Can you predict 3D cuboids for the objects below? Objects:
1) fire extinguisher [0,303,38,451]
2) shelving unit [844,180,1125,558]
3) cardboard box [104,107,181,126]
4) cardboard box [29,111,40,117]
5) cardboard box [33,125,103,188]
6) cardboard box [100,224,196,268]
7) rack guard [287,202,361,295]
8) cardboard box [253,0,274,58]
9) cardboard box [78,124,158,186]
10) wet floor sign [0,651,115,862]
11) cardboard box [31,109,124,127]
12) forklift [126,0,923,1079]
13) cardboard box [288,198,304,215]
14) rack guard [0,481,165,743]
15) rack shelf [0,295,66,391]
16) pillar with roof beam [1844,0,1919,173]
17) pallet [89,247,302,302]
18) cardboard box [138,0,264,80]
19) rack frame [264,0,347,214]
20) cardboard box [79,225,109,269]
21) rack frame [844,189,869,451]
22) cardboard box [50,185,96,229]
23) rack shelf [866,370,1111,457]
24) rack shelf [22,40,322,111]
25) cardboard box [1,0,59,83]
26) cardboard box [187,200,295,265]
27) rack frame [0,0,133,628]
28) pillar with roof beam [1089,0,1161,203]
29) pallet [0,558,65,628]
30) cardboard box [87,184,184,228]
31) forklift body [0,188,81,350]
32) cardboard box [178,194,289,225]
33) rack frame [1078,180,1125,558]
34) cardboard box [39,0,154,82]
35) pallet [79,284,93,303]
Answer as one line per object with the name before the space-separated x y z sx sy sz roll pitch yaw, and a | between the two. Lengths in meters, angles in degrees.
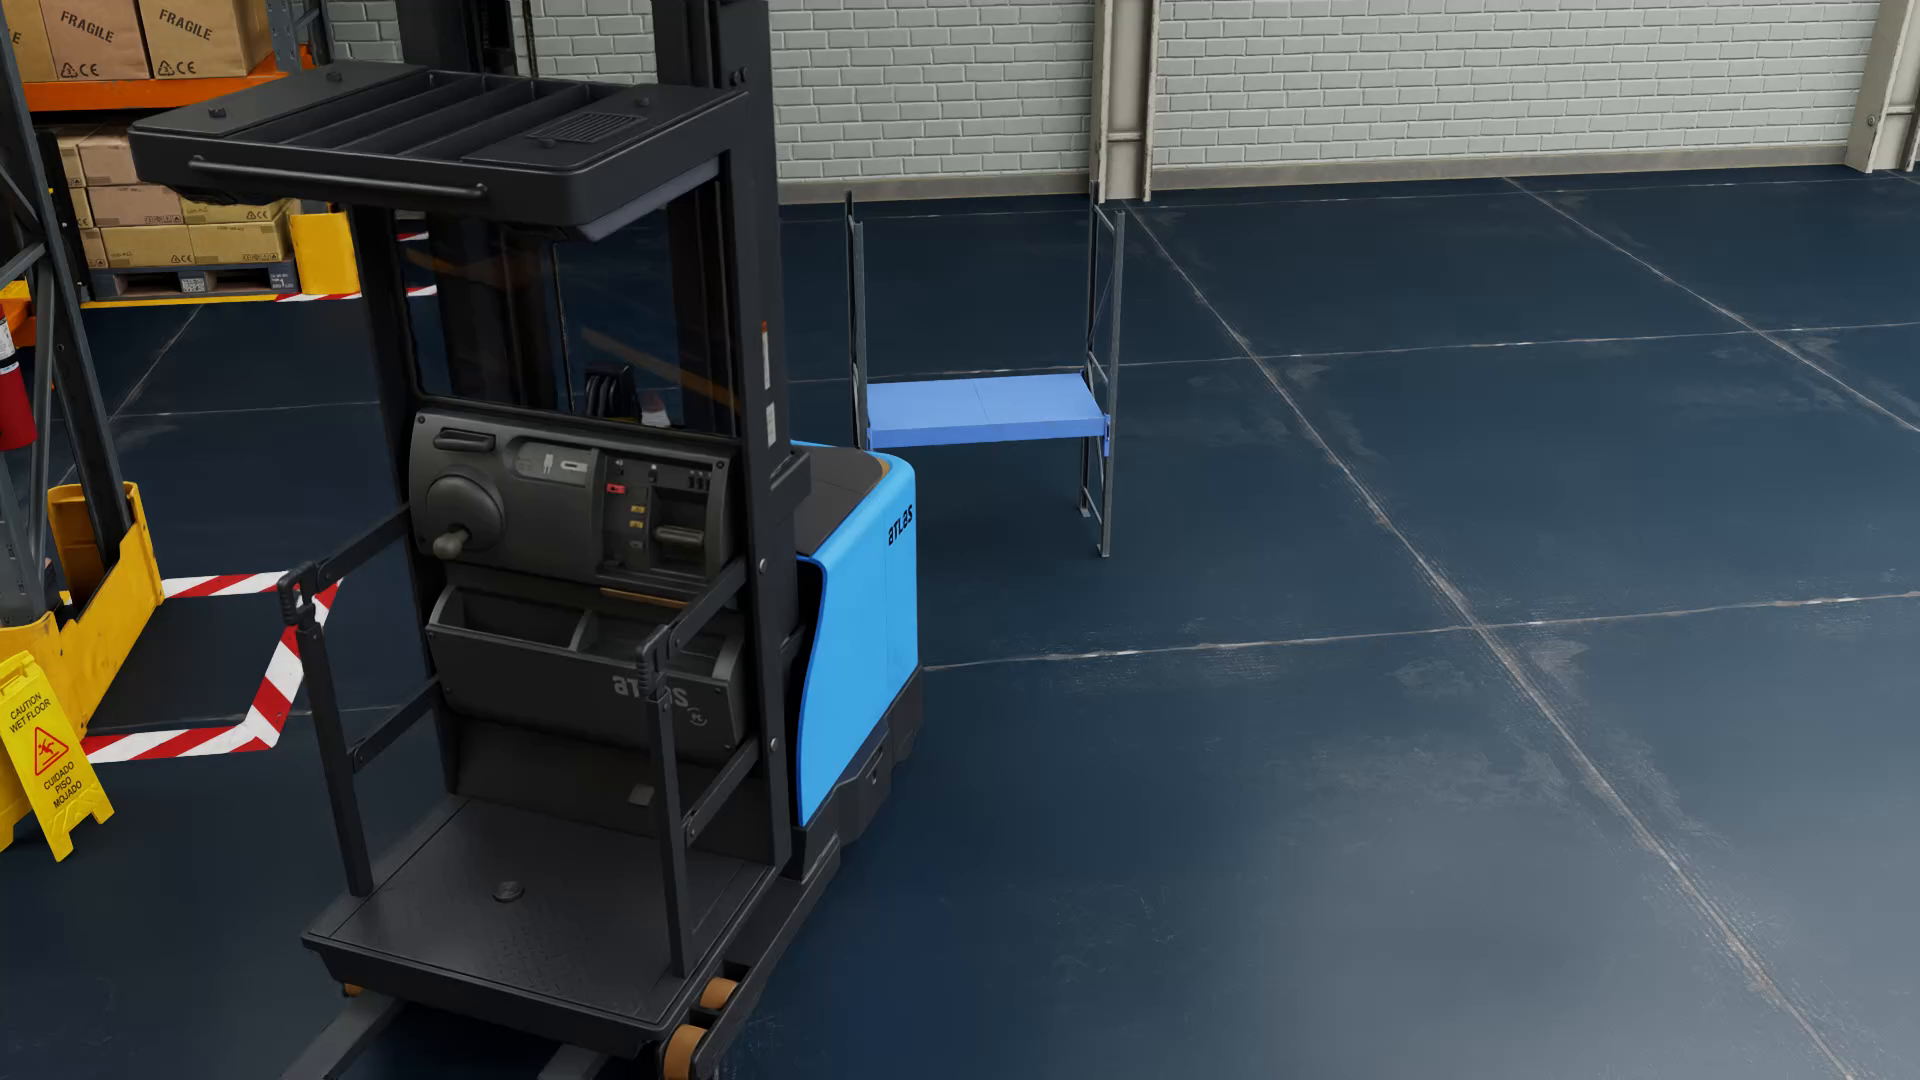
fire extinguisher | -3.092 -0.620 5.258 0.183 0.674 0.296 -4 27 -7
shelving unit | 0.084 -0.673 6.918 1.048 1.500 0.538 -4 27 -7
cardboard box | -4.961 -2.529 10.350 0.500 0.250 0.500 -4 27 -7
cardboard box | -5.967 -2.473 10.240 0.500 0.250 0.500 -4 27 -8
cardboard box | -5.381 -2.266 9.836 0.500 0.250 0.500 -3 27 -6
cardboard box | -4.880 -1.863 10.146 0.500 0.250 0.500 -4 27 -7
rack guard | -3.941 -1.989 10.578 0.348 0.500 1.175 -4 27 -7
cardboard box | -4.494 -3.238 10.165 0.500 0.500 0.500 -3 27 -5
cardboard box | -4.882 -2.302 9.908 0.500 0.250 0.500 -3 27 -6
wet floor sign | -2.932 0.664 5.250 0.232 0.644 0.267 6 28 11
cardboard box | -5.458 -2.502 10.298 0.500 0.250 0.500 -4 27 -7
forklift | -1.094 -0.059 4.154 1.130 2.935 3.031 9 28 17
cardboard box | -4.478 -2.120 10.648 0.500 0.250 0.500 -4 27 -7
rack guard | -3.345 0.261 6.193 0.348 0.500 1.175 -4 27 -7
rack shelf | -5.250 -0.408 5.548 4.000 0.370 1.077 -4 27 -7
pillar with roof beam | 7.703 -4.949 7.037 0.400 9.000 9.100 -4 27 -7
pallet | -4.716 -1.791 10.509 1.213 0.211 1.003 -4 27 -7
cardboard box | -4.416 -2.994 9.689 0.500 0.500 0.500 -4 27 -8
rack frame | -3.965 -3.099 10.004 0.127 3.000 1.000 -4 27 -7
cardboard box | -5.377 -1.835 10.092 0.500 0.250 0.500 -3 27 -7
rack frame | -0.419 -0.640 6.855 0.032 1.500 0.500 -4 27 -7
cardboard box | -5.410 -2.044 9.951 0.500 0.250 0.500 -4 27 -8
rack shelf | 0.084 -0.513 7.000 1.000 0.185 0.538 -4 27 -7
rack shelf | -5.945 -2.652 9.921 4.000 0.370 1.077 -4 27 -7
cardboard box | -5.438 -2.932 9.569 0.500 0.500 0.500 -4 27 -8
cardboard box | -4.386 -1.890 10.200 0.500 0.250 0.500 -3 27 -7
rack frame | -3.270 -0.856 5.632 0.127 3.000 1.000 -4 27 -7
pillar with roof beam | 1.761 -4.567 6.294 0.400 9.000 9.100 -4 27 -7
pallet | -4.154 0.426 6.189 1.213 0.211 1.003 -4 27 -7
cardboard box | -4.901 -2.086 10.034 0.500 0.250 0.500 -4 27 -8
forklift body | -5.588 -1.776 8.356 1.214 2.155 2.313 -4 27 -7
cardboard box | -4.403 -2.113 10.086 0.500 0.250 0.500 -4 27 -8
rack frame | 0.588 -0.705 6.981 0.032 1.500 0.500 -4 27 -7
cardboard box | -4.931 -2.965 9.633 0.500 0.500 0.500 -3 27 -5
pallet | -5.922 -1.715 10.361 1.213 0.211 1.003 -4 27 -7
